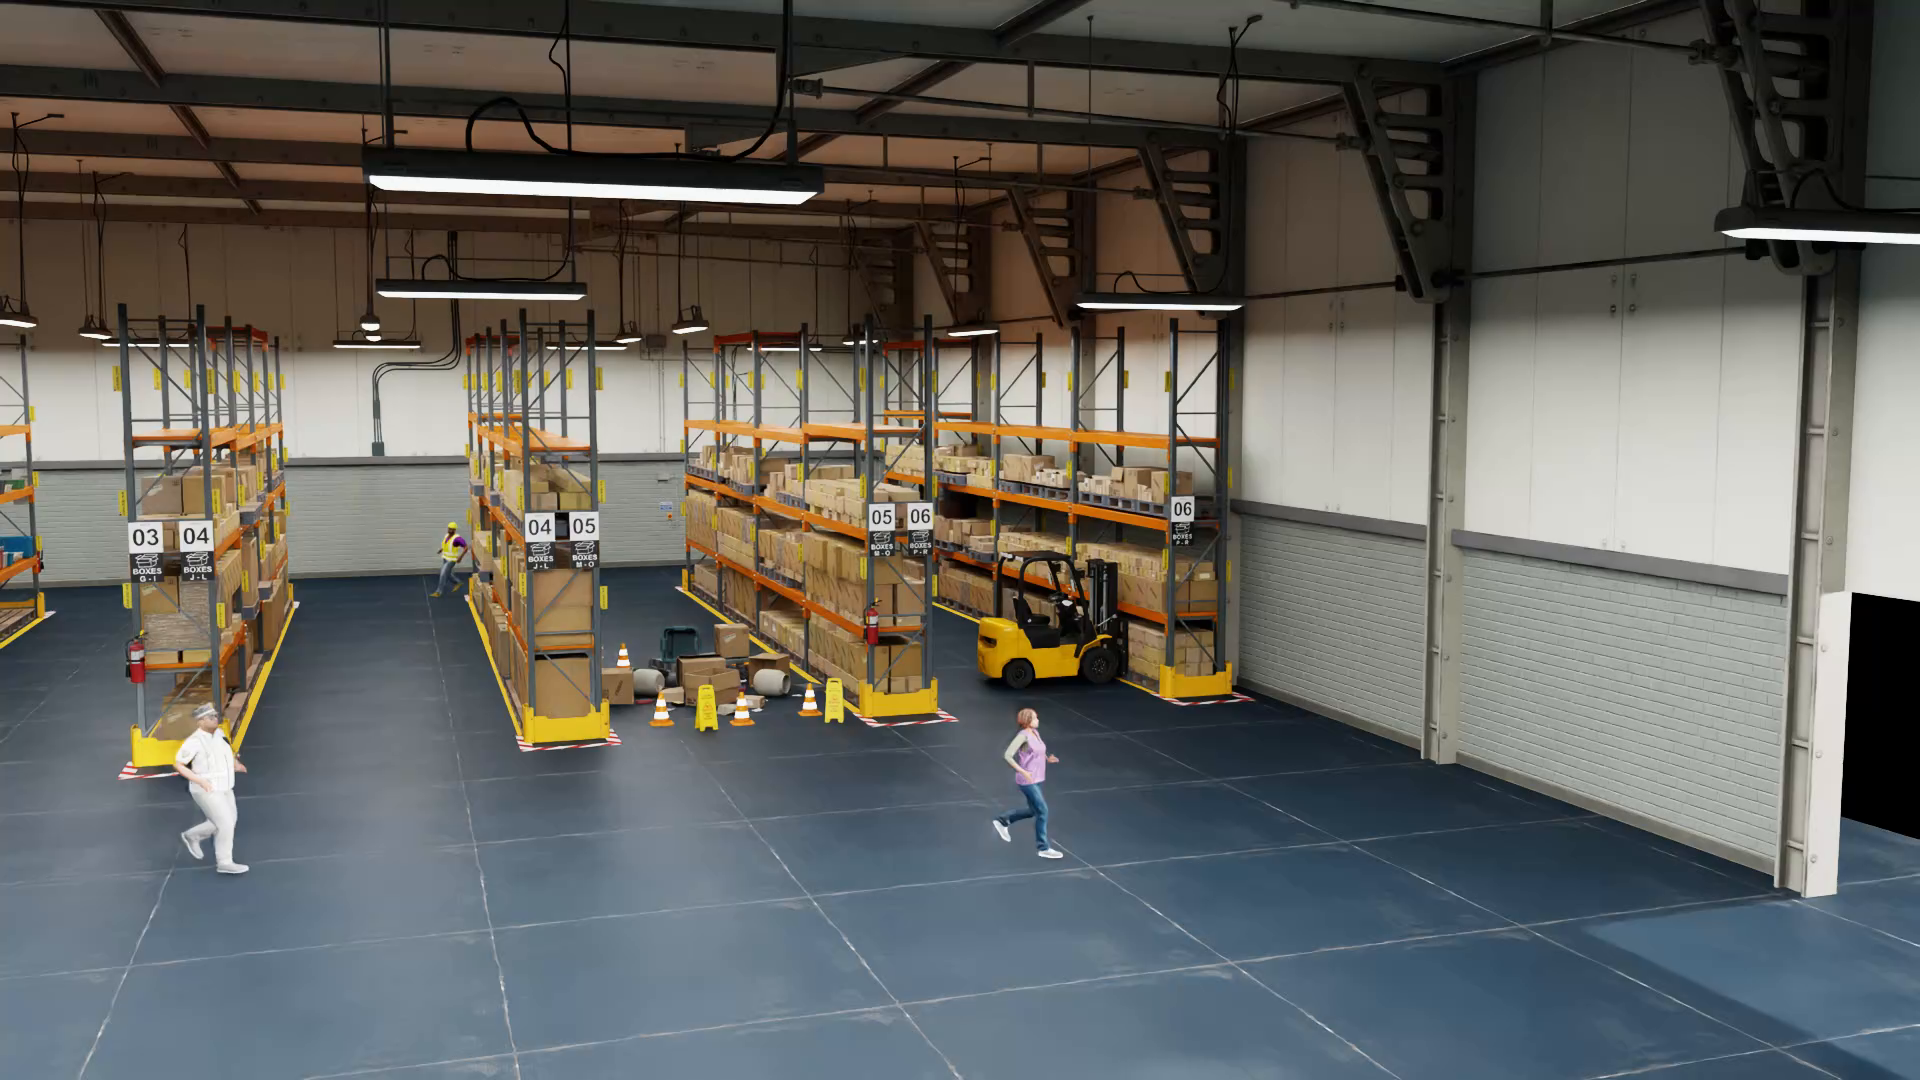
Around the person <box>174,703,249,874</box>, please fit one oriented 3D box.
[{"bbox_3d":[-7.670,2.522,16.991,0.813,1.745,0.674,1,6,10],"label":"person"}]

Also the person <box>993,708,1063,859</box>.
[{"bbox_3d":[0.707,2.550,17.564,0.822,1.571,0.547,2,6,23],"label":"person"}]

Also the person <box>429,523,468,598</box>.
[{"bbox_3d":[-11.881,0.453,38.740,0.764,1.728,0.962,4,7,38],"label":"person"}]
